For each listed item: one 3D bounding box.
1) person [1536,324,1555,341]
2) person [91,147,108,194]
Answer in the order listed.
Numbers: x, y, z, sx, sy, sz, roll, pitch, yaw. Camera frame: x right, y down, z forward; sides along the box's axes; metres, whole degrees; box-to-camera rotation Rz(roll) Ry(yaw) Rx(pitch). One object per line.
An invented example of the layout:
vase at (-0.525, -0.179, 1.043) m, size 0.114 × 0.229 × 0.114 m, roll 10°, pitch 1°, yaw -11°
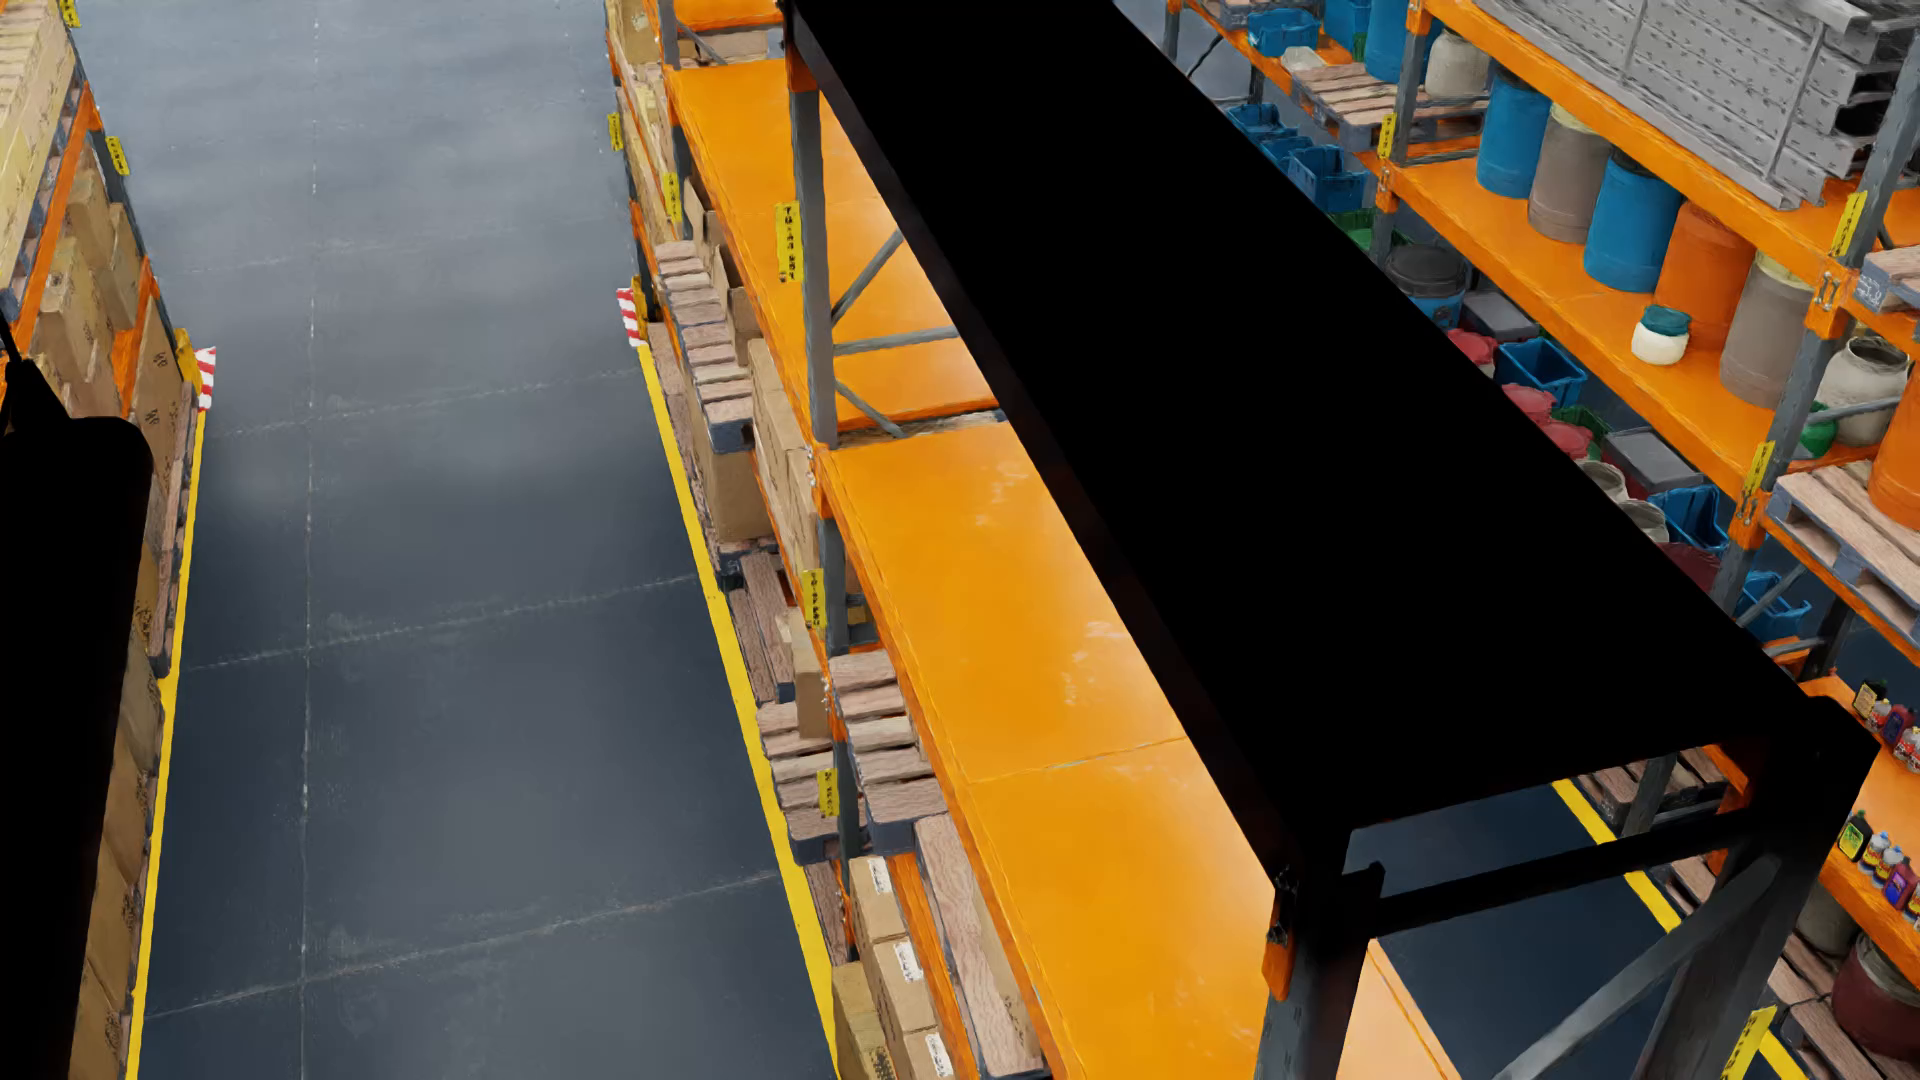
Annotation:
person at (4.825, -1.949, 13.869) m, size 0.535 × 1.725 × 1.023 m, roll -4°, pitch 39°, yaw -5°
person at (-7.980, -3.118, 15.314) m, size 0.513 × 1.786 × 0.649 m, roll -16°, pitch 41°, yaw -19°
